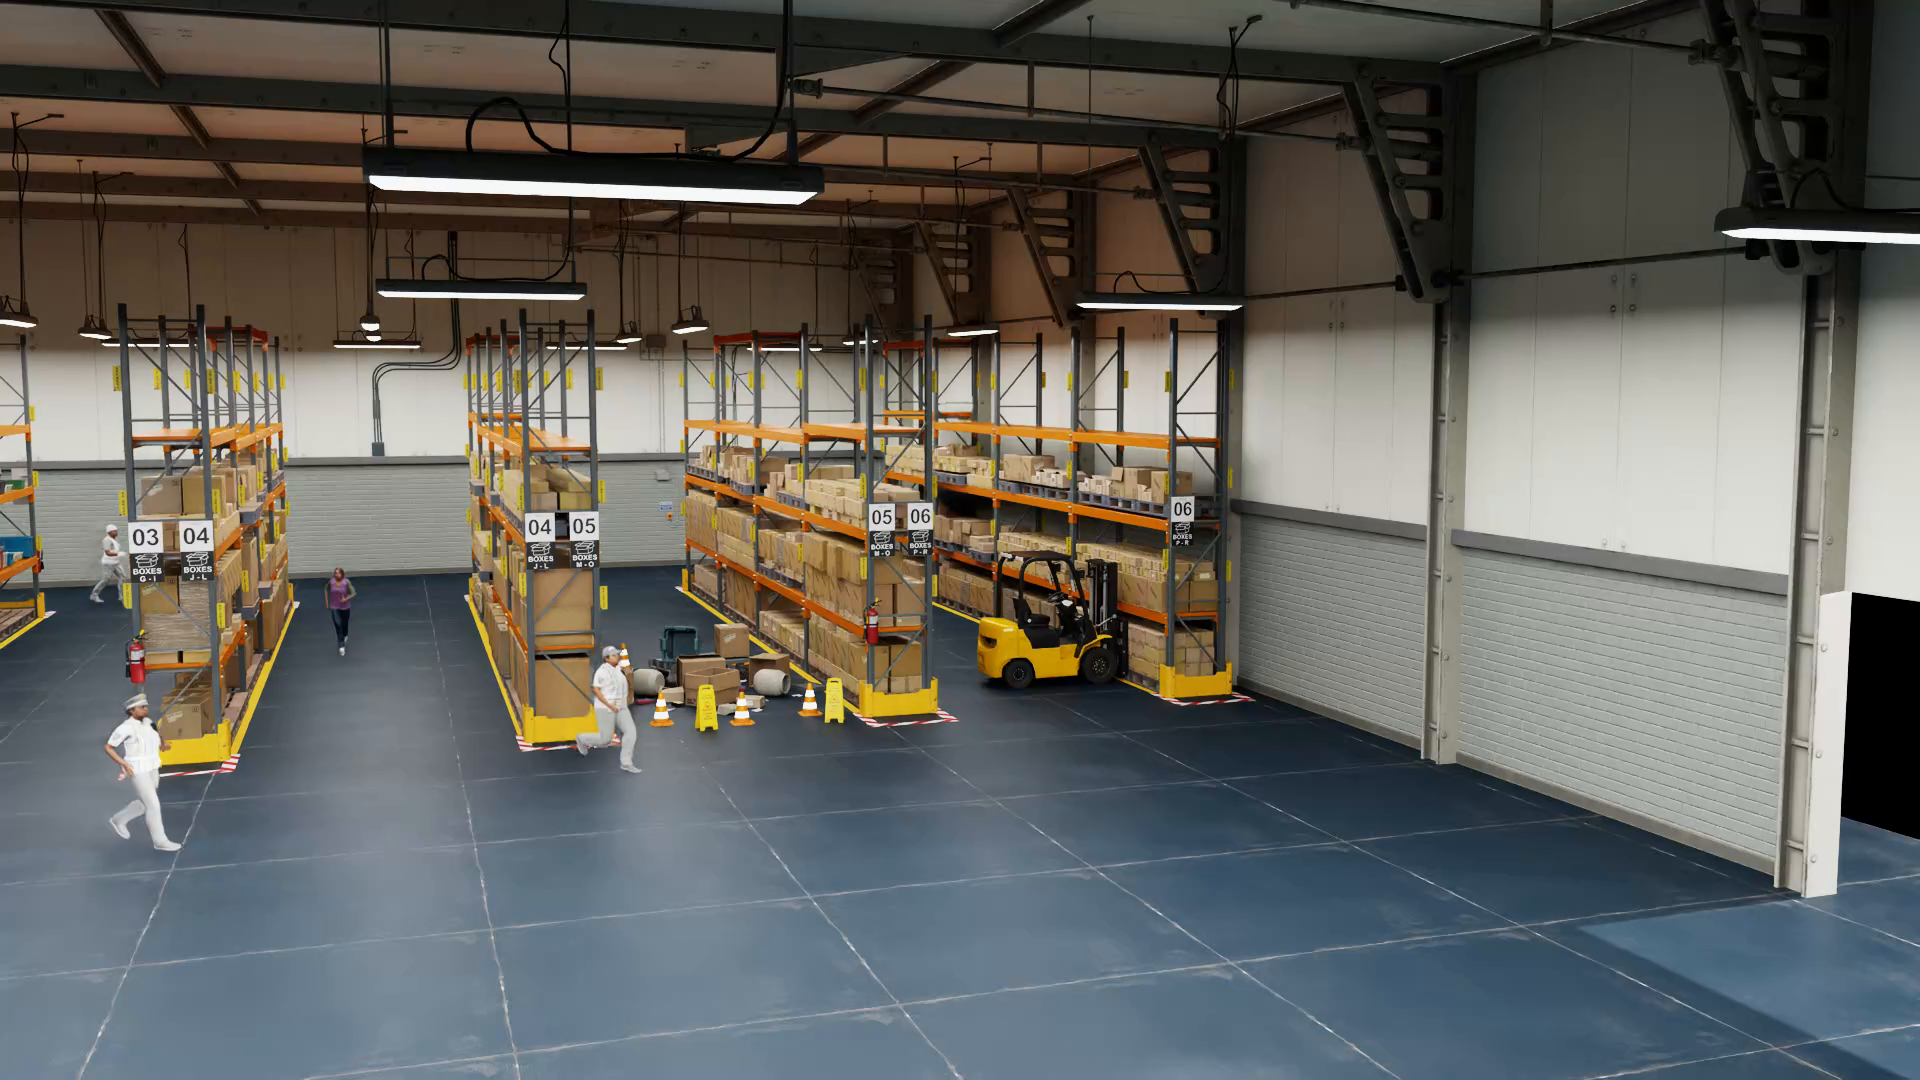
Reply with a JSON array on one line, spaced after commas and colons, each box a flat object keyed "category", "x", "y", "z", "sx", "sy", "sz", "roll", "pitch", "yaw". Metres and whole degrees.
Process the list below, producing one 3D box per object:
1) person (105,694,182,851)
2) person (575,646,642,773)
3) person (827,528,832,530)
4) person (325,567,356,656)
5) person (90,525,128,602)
[{"category": "person", "x": -8.766, "y": 2.466, "z": 17.779, "sx": 0.919, "sy": 1.673, "sz": 0.583, "roll": 1, "pitch": 6, "yaw": 11}, {"category": "person", "x": -4.532, "y": 2.183, "z": 21.475, "sx": 0.891, "sy": 1.649, "sz": 0.595, "roll": 2, "pitch": 6, "yaw": 25}, {"category": "person", "x": -2.715, "y": 0.607, "z": 34.638, "sx": 0.643, "sy": 1.749, "sz": 0.595, "roll": -2, "pitch": 6, "yaw": -19}, {"category": "person", "x": -11.493, "y": 1.285, "z": 30.857, "sx": 0.557, "sy": 1.598, "sz": 0.930, "roll": -1, "pitch": 6, "yaw": -15}, {"category": "person", "x": -19.168, "y": 0.565, "z": 37.484, "sx": 0.859, "sy": 1.830, "sz": 0.632, "roll": -1, "pitch": 5, "yaw": -8}]
